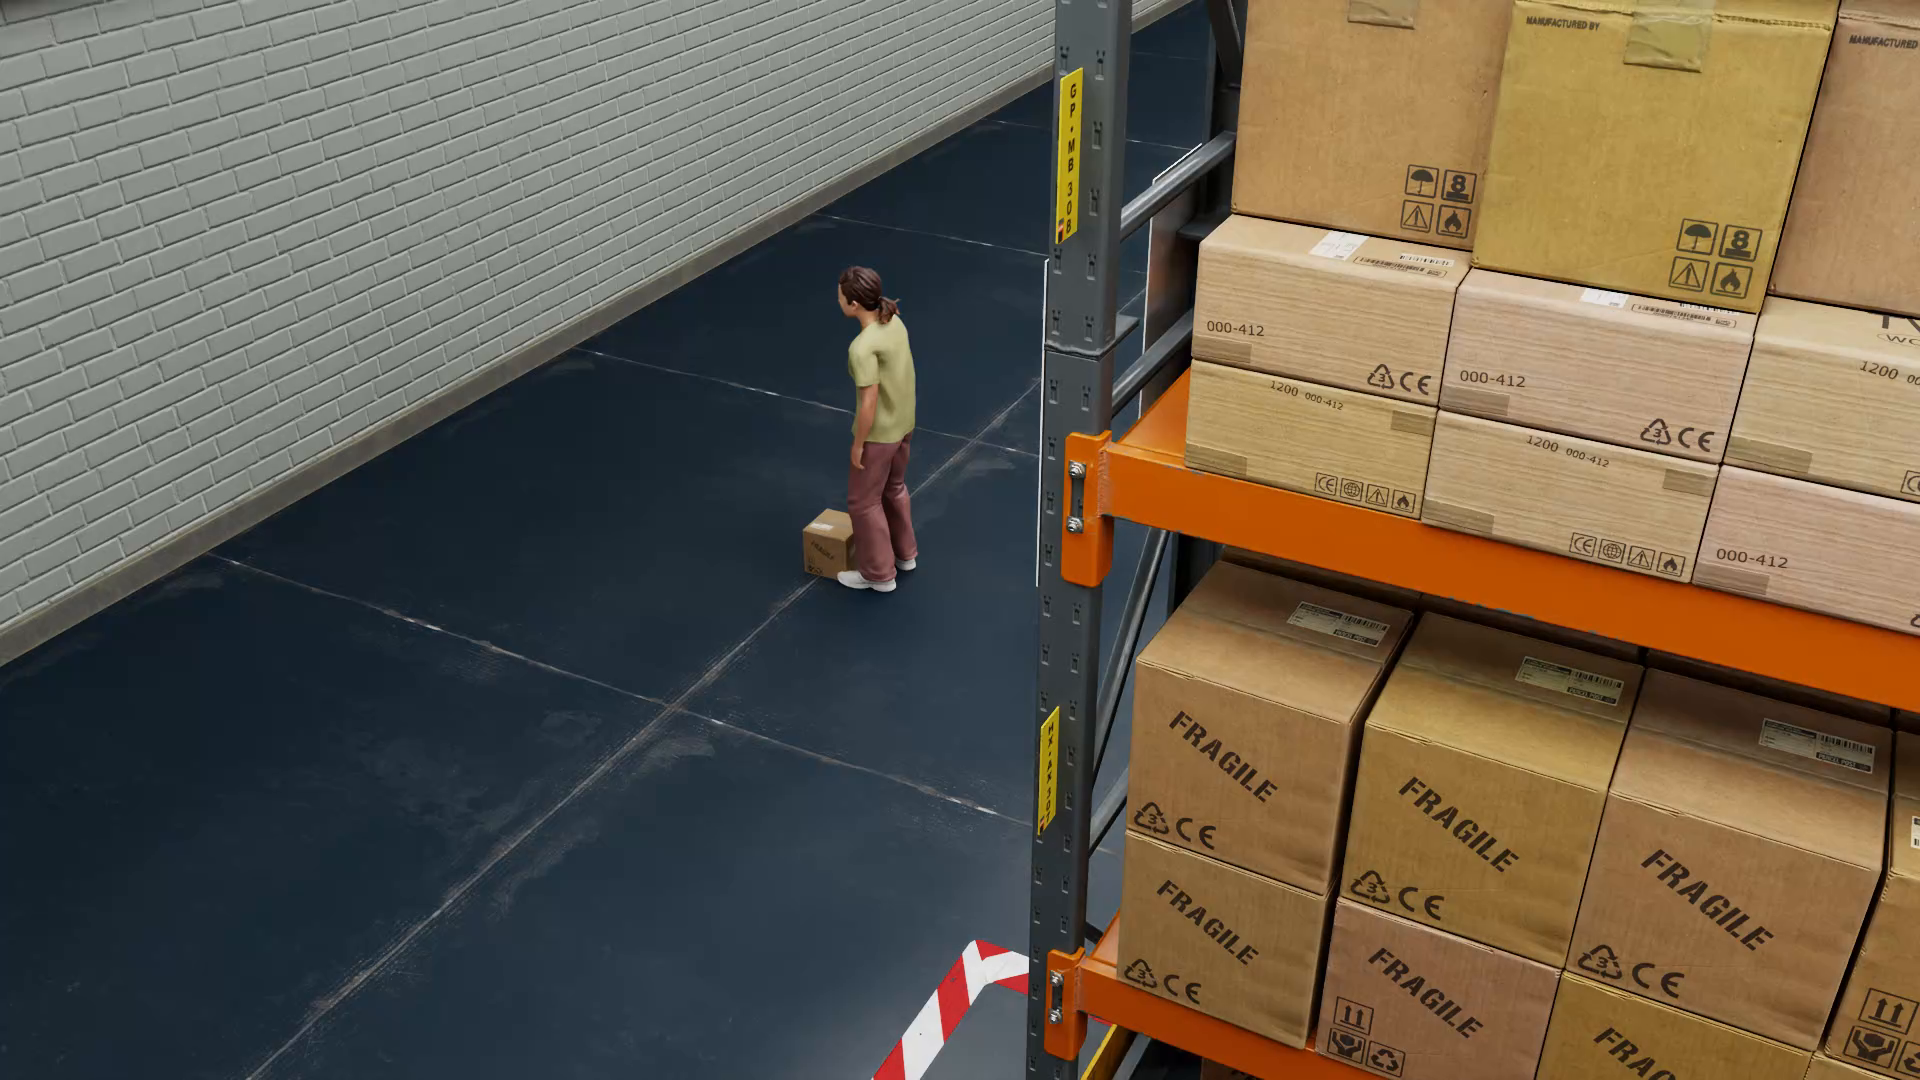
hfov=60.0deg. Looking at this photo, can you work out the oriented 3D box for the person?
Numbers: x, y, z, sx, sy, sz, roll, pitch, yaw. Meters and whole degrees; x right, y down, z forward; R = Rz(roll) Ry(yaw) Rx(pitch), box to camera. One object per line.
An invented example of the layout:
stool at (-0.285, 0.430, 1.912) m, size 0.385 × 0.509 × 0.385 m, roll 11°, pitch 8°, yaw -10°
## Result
person at (-0.406, -0.532, 8.048) m, size 0.365 × 1.671 × 0.515 m, roll 12°, pitch 32°, yaw 20°
